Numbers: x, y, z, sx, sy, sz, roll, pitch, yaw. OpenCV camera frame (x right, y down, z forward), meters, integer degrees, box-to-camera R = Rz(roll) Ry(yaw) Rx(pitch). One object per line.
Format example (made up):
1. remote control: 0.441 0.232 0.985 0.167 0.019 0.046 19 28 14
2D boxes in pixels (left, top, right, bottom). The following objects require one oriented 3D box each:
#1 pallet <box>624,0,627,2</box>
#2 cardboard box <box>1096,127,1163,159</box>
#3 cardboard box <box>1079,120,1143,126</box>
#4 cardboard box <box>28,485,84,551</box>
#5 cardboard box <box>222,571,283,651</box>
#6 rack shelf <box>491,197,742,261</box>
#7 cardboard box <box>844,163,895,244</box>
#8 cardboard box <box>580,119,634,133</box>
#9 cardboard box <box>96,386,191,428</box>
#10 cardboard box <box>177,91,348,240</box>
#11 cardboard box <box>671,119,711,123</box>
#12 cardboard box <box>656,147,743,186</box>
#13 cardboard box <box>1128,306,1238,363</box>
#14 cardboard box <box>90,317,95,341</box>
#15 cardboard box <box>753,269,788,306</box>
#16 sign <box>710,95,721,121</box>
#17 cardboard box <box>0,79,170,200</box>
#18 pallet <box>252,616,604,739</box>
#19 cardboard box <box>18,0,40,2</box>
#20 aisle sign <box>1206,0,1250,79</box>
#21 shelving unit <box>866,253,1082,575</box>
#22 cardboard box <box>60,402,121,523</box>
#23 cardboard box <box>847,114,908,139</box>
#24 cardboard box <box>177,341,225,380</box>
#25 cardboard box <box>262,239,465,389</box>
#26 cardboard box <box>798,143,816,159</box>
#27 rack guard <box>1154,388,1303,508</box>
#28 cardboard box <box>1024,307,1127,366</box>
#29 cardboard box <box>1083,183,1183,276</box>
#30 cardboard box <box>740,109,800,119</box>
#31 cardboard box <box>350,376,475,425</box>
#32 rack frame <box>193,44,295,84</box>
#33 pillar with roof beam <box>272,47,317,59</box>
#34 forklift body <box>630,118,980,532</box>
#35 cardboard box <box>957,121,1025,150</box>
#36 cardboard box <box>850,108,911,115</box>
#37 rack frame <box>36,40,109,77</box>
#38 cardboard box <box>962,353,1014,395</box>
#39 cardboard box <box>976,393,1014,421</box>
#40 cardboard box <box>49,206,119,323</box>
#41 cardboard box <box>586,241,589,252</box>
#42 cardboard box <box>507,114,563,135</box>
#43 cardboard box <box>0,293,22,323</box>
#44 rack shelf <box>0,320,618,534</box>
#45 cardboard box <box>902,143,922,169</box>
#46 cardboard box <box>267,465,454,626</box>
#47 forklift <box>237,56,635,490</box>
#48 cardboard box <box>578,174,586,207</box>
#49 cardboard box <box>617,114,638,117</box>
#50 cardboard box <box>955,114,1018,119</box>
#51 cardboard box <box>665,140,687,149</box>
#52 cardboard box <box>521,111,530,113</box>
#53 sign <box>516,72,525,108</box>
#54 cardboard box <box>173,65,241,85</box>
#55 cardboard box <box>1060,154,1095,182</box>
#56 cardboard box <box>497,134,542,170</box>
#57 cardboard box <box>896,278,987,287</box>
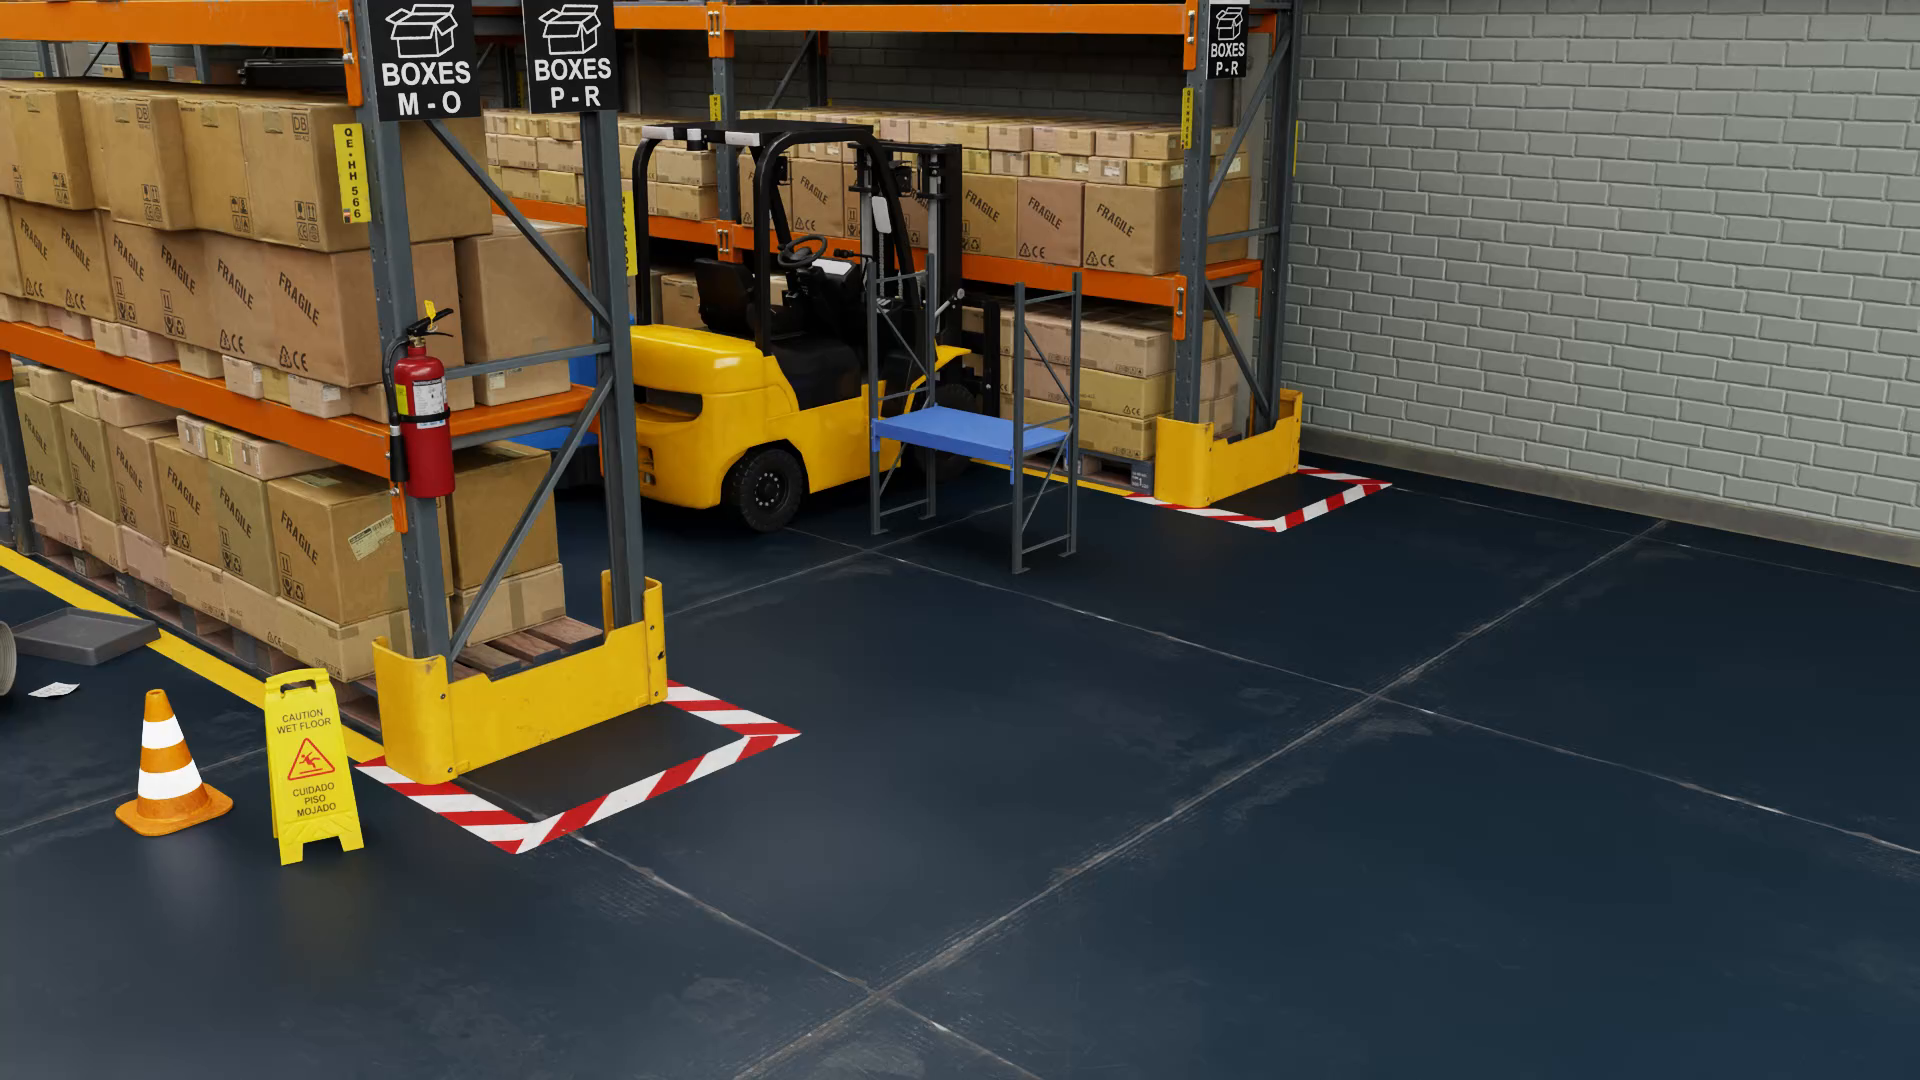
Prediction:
1. pallet: -2.953 -4.386 13.326 1.213 0.211 1.003 16 24 42
2. cardboard box: 1.012 -2.345 9.813 0.250 0.149 0.380 15 23 39
3. cardboard box: 0.960 -2.557 10.481 0.250 0.149 0.380 15 23 40
4. cardboard box: -4.397 -0.169 8.537 0.500 0.250 0.500 14 22 37
5. cardboard box: -2.832 0.247 7.225 0.500 0.250 0.500 15 23 39
6. rack shelf: -2.863 -2.642 13.666 4.000 0.370 1.077 15 23 39
7. cardboard box: -0.428 -2.280 11.172 0.500 0.500 0.500 15 23 39
8. cardboard box: -2.745 -3.208 13.023 0.250 0.149 0.380 15 23 40
9. cardboard box: -3.754 -0.641 7.712 0.250 0.149 0.380 17 24 42
10. cardboard box: -2.567 -1.478 6.501 0.500 0.500 0.700 15 23 40
11. cardboard box: -2.044 -3.221 13.066 0.250 0.149 0.380 15 23 39
12. cardboard box: -1.904 -2.790 12.367 0.500 0.250 0.500 14 23 38
13. cardboard box: 1.391 -1.285 10.401 0.500 0.250 0.500 15 23 38
14. cardboard box: -3.812 -1.014 7.764 0.250 0.149 0.380 15 23 39
15. cardboard box: -1.213 -1.781 11.963 0.500 0.250 0.500 15 23 38
16. sign: -1.720 -2.972 11.735 0.005 0.325 0.100 15 23 39
17. cardboard box: -4.106 -1.880 7.767 0.500 0.500 0.700 15 23 40
18. pallet: -2.308 0.487 7.229 1.213 0.211 1.003 15 23 39
19. cardboard box: -4.010 -2.502 7.492 0.250 0.149 0.380 16 24 41
20. aisle sign: 1.479 -2.939 9.117 0.004 0.787 0.394 15 23 39
21. shelving unit: 0.064 -0.698 8.831 1.048 1.500 0.538 15 23 39
22. cardboard box: -3.988 -0.422 8.093 0.500 0.500 0.500 16 24 41
23. cardboard box: -0.537 -2.748 11.083 0.250 0.149 0.380 15 23 38
24. cardboard box: -3.092 -0.804 7.101 0.250 0.149 0.380 15 23 39
25. cardboard box: -2.256 -0.892 6.307 0.500 0.500 0.500 15 23 38
26. cardboard box: -0.895 -2.719 11.481 0.250 0.149 0.380 15 23 39
27. rack guard: 1.643 -0.583 10.124 0.348 0.500 1.175 15 23 39
28. cardboard box: 0.688 -1.269 10.350 0.500 0.250 0.500 16 23 40
29. cardboard box: 1.083 -1.867 9.870 0.500 0.500 0.500 14 23 38
30. cardboard box: -1.325 -2.950 11.720 0.250 0.149 0.380 16 23 40
31. cardboard box: -2.089 -0.563 6.342 0.250 0.149 0.380 16 24 41
32. rack frame: -7.350 -4.189 17.353 0.127 3.000 1.000 15 23 39
33. pillar with roof beam: -10.130 -6.418 14.459 0.400 9.000 9.100 15 23 39
34. forklift body: -1.004 -1.343 9.788 1.214 2.155 2.313 15 23 39
35. cardboard box: 0.196 -2.536 10.415 0.250 0.149 0.380 16 23 40
36. cardboard box: -0.560 -2.976 11.800 0.250 0.149 0.380 15 23 39
37. rack frame: -10.342 -4.992 19.883 0.127 3.000 1.000 15 23 39
38. cardboard box: 0.285 -1.137 10.759 0.500 0.250 0.500 14 23 38
39. cardboard box: 0.330 -0.897 10.829 0.500 0.250 0.500 15 23 40
40. cardboard box: -3.757 -1.298 7.585 0.500 0.500 0.500 15 23 39
41. cardboard box: -3.407 -2.197 14.306 0.625 0.625 0.875 16 24 41
42. cardboard box: -3.494 -3.420 13.691 0.250 0.149 0.380 15 23 40
43. cardboard box: -4.636 -1.204 8.360 0.250 0.149 0.380 15 23 39
44. rack shelf: -3.163 -0.715 7.594 4.000 0.370 1.077 15 23 39
45. cardboard box: -0.160 -2.501 10.796 0.250 0.149 0.380 14 23 38
46. cardboard box: -2.439 -0.005 6.780 0.500 0.500 0.500 15 23 40
47. forklift: -3.474 -1.669 9.525 3.031 2.935 1.130 -7 19 -22
48. cardboard box: -2.648 -2.760 13.097 0.500 0.250 0.500 15 23 40
49. cardboard box: -2.820 -3.419 13.690 0.250 0.149 0.380 16 24 41
50. cardboard box: 0.178 -2.763 11.131 0.250 0.149 0.380 16 24 41
51. cardboard box: -1.975 -3.006 12.386 0.250 0.149 0.380 15 23 38
52. cardboard box: -3.558 -3.630 14.354 0.250 0.149 0.380 15 23 39
53. sign: -3.993 -4.064 15.045 0.005 0.325 0.100 15 23 39
54. cardboard box: -8.287 -4.976 18.349 0.500 0.500 0.500 14 23 38
55. cardboard box: 0.815 -2.253 10.015 0.250 0.149 0.380 16 23 40
56. cardboard box: -3.436 -3.198 13.653 0.500 0.250 0.500 14 23 38
57. cardboard box: -0.112 -1.691 11.680 0.500 0.250 0.500 15 23 40
